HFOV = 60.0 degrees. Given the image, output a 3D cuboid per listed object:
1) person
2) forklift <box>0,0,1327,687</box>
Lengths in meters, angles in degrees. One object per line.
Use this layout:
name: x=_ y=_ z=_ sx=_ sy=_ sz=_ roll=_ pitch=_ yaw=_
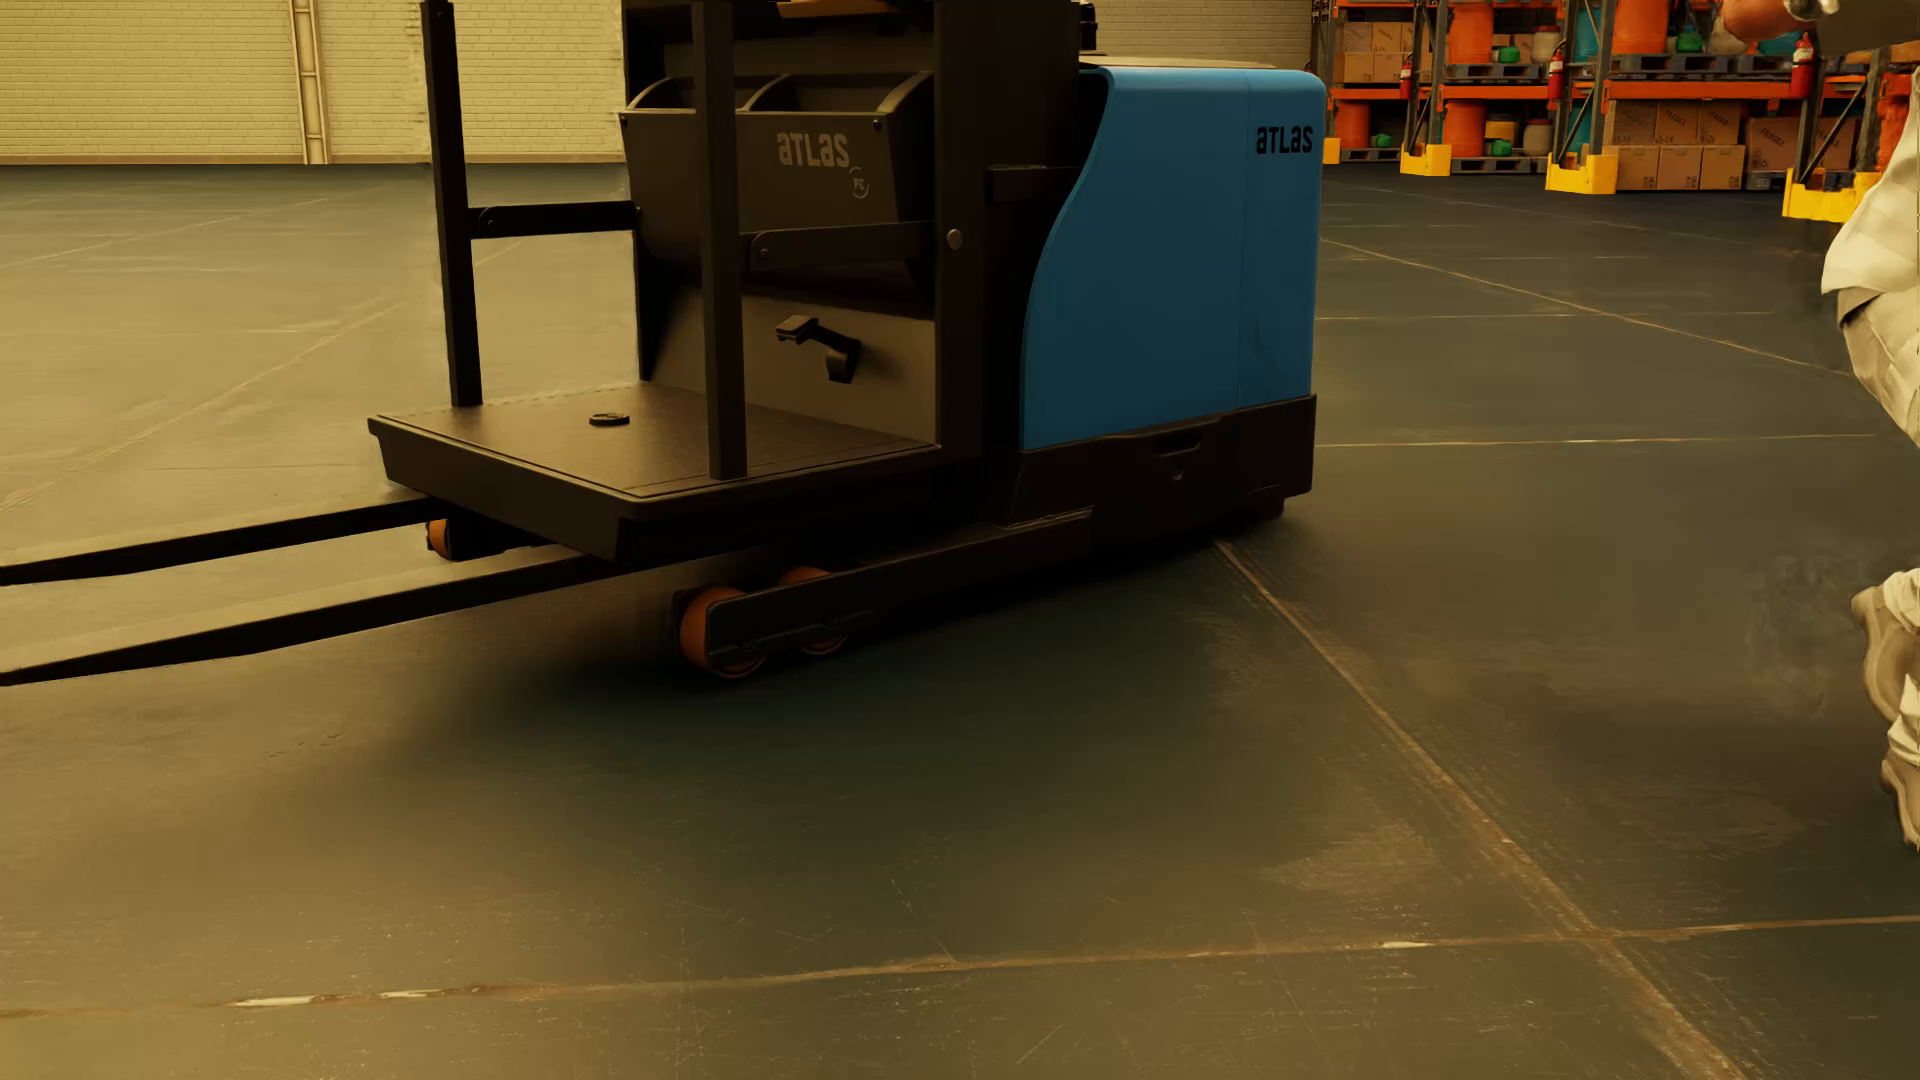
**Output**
person: x=1.446 y=-0.294 z=2.138 sx=0.788 sy=1.479 sz=1.020 roll=0 pitch=15 yaw=0
forklift: x=-0.549 y=-1.316 z=3.178 sx=3.031 sy=2.935 sz=1.130 roll=-13 pitch=20 yaw=-41
